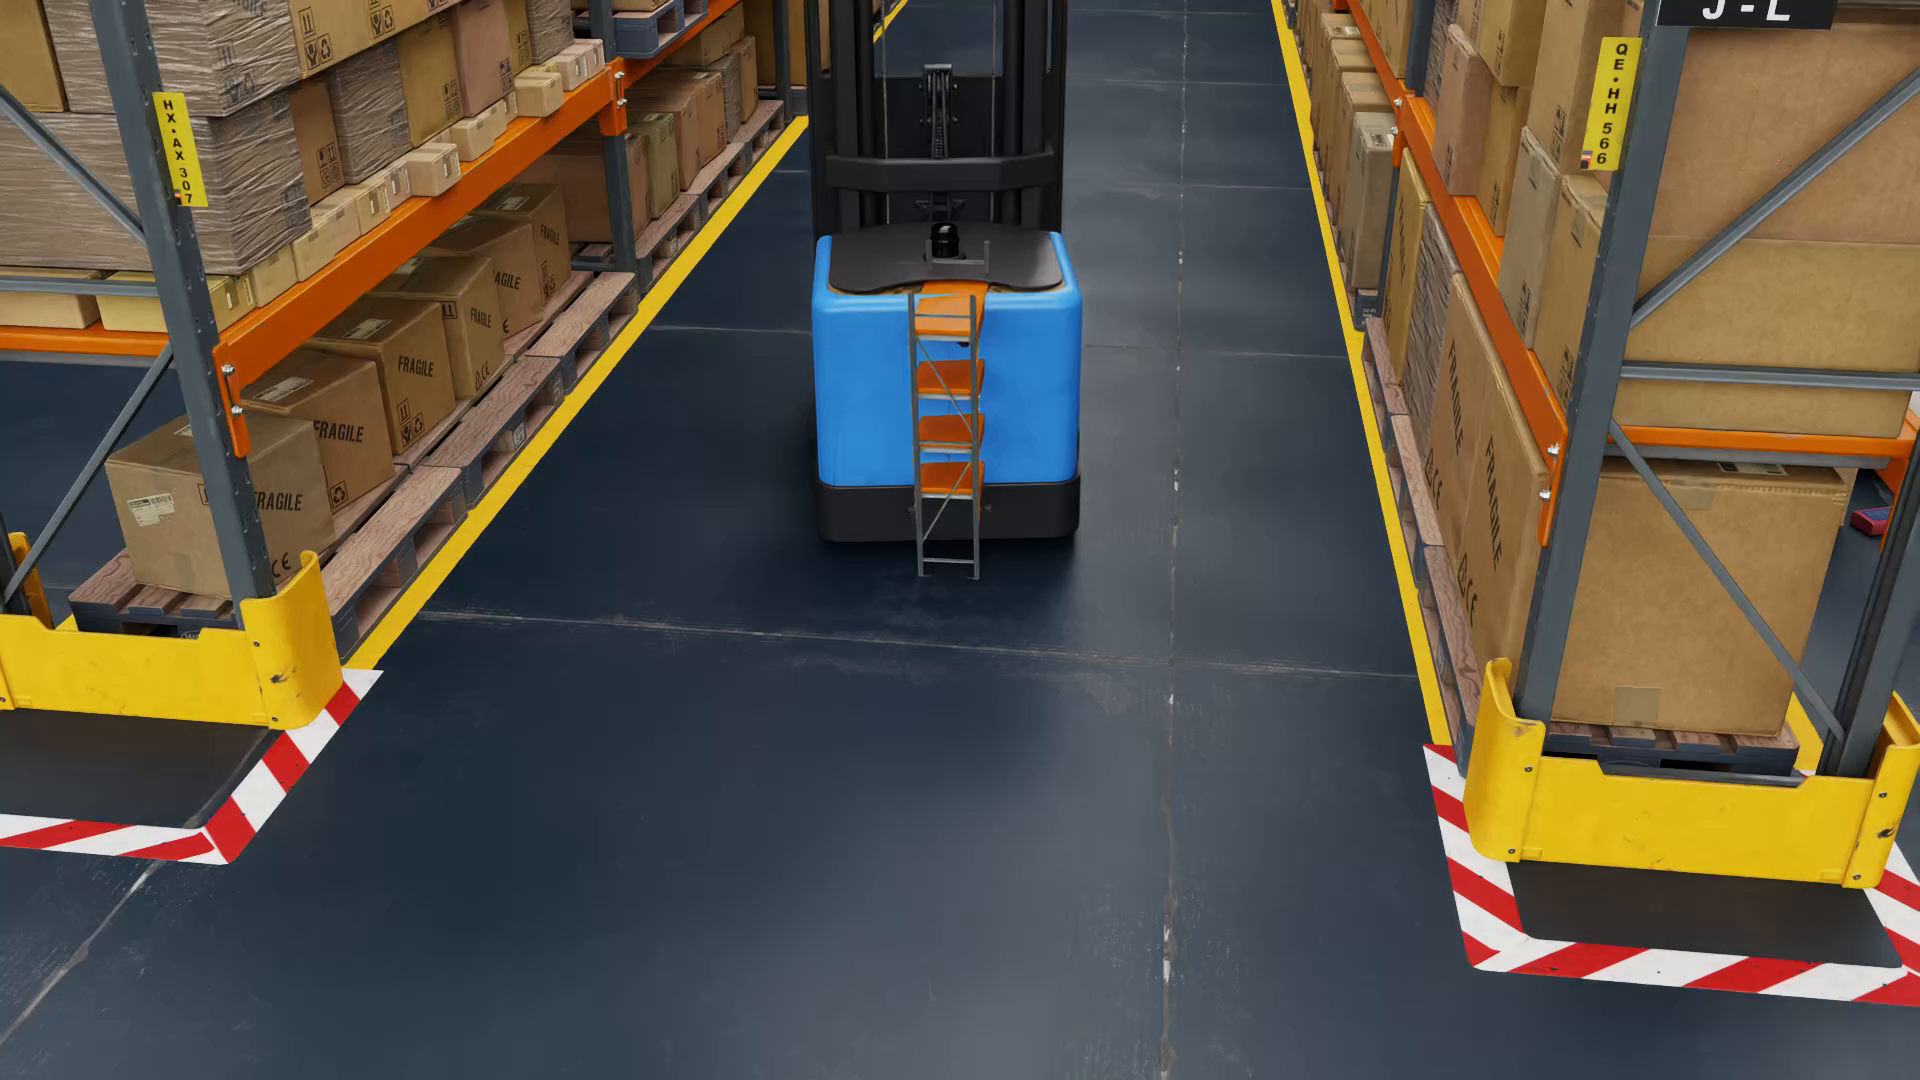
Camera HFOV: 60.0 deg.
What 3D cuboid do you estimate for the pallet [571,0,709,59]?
[{"bbox_3d":[-2.033,-2.910,9.191,1.003,0.211,1.213,3,28,6],"label":"pallet"}]

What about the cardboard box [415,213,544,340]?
[{"bbox_3d":[-2.422,-1.271,8.140,0.500,0.500,0.500,13,31,22],"label":"cardboard box"}]

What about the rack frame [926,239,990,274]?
[{"bbox_3d":[0.002,-0.617,6.566,0.240,1.200,0.015,3,33,6],"label":"rack frame"}]

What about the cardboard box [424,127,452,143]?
[{"bbox_3d":[-2.310,-1.596,6.814,0.380,0.149,0.250,3,28,6],"label":"cardboard box"}]

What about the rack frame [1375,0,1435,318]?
[{"bbox_3d":[2.639,-2.307,7.870,1.000,3.000,0.127,3,28,6],"label":"rack frame"}]

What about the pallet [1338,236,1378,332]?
[{"bbox_3d":[2.659,-1.447,9.214,1.003,0.211,1.213,3,28,6],"label":"pallet"}]

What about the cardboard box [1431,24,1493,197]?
[{"bbox_3d":[2.378,-1.691,6.569,0.875,0.550,0.550,3,28,6],"label":"cardboard box"}]

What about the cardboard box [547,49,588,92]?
[{"bbox_3d":[-2.046,-2.297,8.116,0.380,0.149,0.250,3,28,6],"label":"cardboard box"}]

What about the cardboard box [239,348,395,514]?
[{"bbox_3d":[-2.629,-0.421,6.561,0.500,0.500,0.500,11,30,19],"label":"cardboard box"}]

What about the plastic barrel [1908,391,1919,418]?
[{"bbox_3d":[4.023,-0.550,7.324,0.421,0.421,0.512,-24,36,-37],"label":"plastic barrel"}]

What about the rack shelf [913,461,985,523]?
[{"bbox_3d":[-0.021,-0.262,6.505,0.258,0.148,0.480,3,33,6],"label":"rack shelf"}]

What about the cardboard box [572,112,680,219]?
[{"bbox_3d":[-2.097,-2.247,9.931,0.700,0.500,0.500,3,28,6],"label":"cardboard box"}]

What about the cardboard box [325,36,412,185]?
[{"bbox_3d":[-2.620,-1.668,6.264,0.875,0.500,0.500,3,28,6],"label":"cardboard box"}]

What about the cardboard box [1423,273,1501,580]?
[{"bbox_3d":[2.272,-0.411,6.148,0.875,0.875,0.875,3,28,5],"label":"cardboard box"}]

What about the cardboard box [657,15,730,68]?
[{"bbox_3d":[-1.888,-3.382,11.246,0.500,0.250,0.500,7,29,12],"label":"cardboard box"}]

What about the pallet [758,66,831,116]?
[{"bbox_3d":[-1.609,-3.665,13.330,1.003,0.211,1.213,3,28,6],"label":"pallet"}]

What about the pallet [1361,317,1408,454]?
[{"bbox_3d":[2.469,-0.726,7.875,1.003,0.211,1.213,3,28,6],"label":"pallet"}]

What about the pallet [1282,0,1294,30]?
[{"bbox_3d":[3.667,-5.163,16.112,1.003,0.211,1.213,3,28,6],"label":"pallet"}]

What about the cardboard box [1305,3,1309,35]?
[{"bbox_3d":[3.152,-4.328,13.814,0.500,0.500,0.500,4,29,7],"label":"cardboard box"}]

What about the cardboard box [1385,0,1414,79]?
[{"bbox_3d":[2.438,-2.612,8.331,0.500,0.500,0.500,3,28,6],"label":"cardboard box"}]

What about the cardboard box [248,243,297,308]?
[{"bbox_3d":[-2.440,-0.886,5.498,0.380,0.149,0.250,3,28,6],"label":"cardboard box"}]

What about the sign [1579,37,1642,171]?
[{"bbox_3d":[1.612,-1.076,4.115,0.100,0.325,0.005,3,28,6],"label":"sign"}]

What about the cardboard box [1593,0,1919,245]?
[{"bbox_3d":[2.233,-1.138,4.403,0.875,0.550,0.550,3,28,6],"label":"cardboard box"}]

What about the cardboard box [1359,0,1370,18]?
[{"bbox_3d":[2.622,-3.327,9.658,0.500,0.500,0.500,3,28,6],"label":"cardboard box"}]

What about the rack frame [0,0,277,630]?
[{"bbox_3d":[-2.761,-0.760,4.998,1.000,3.000,0.127,3,28,6],"label":"rack frame"}]

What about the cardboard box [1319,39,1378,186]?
[{"bbox_3d":[2.862,-2.691,10.512,1.050,0.750,0.750,4,29,7],"label":"cardboard box"}]

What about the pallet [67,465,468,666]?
[{"bbox_3d":[-2.617,0.051,6.432,1.003,0.211,1.213,3,28,6],"label":"pallet"}]

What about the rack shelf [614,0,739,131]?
[{"bbox_3d":[-2.026,-3.268,10.411,1.077,0.370,4.000,3,28,6],"label":"rack shelf"}]

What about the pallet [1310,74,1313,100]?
[{"bbox_3d":[3.227,-3.330,12.709,1.003,0.211,1.213,3,28,6],"label":"pallet"}]

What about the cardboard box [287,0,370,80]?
[{"bbox_3d":[-2.355,-1.853,5.554,0.500,0.500,0.500,3,28,6],"label":"cardboard box"}]

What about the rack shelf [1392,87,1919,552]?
[{"bbox_3d":[2.394,-1.049,6.293,1.077,0.370,4.000,3,28,6],"label":"rack shelf"}]

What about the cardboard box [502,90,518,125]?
[{"bbox_3d":[-2.217,-1.949,7.469,0.380,0.149,0.250,3,28,6],"label":"cardboard box"}]

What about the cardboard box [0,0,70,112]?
[{"bbox_3d":[-2.939,-1.649,5.174,0.500,0.500,0.500,3,28,6],"label":"cardboard box"}]

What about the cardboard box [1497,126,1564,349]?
[{"bbox_3d":[2.195,-0.928,5.151,0.875,0.550,0.550,3,28,6],"label":"cardboard box"}]

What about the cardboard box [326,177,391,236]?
[{"bbox_3d":[-2.347,-1.239,6.153,0.380,0.149,0.250,3,28,6],"label":"cardboard box"}]

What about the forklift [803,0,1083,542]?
[{"bbox_3d":[-0.112,-1.945,7.270,1.130,2.935,3.031,-1,28,-2],"label":"forklift"}]

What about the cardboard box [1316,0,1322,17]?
[{"bbox_3d":[3.004,-4.180,12.749,0.500,0.250,0.500,4,29,7],"label":"cardboard box"}]

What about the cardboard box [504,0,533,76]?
[{"bbox_3d":[-2.484,-2.376,7.579,0.875,0.500,0.500,3,28,6],"label":"cardboard box"}]

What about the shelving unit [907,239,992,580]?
[{"bbox_3d":[-0.026,-0.487,6.362,0.258,1.200,0.503,3,33,6],"label":"shelving unit"}]

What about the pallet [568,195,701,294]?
[{"bbox_3d":[-2.177,-1.782,9.835,1.003,0.211,1.213,3,28,6],"label":"pallet"}]

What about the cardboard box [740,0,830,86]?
[{"bbox_3d":[-1.676,-4.099,12.993,1.225,0.875,0.875,2,28,4],"label":"cardboard box"}]

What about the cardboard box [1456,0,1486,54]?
[{"bbox_3d":[2.405,-2.165,6.310,0.875,0.550,0.550,3,28,6],"label":"cardboard box"}]

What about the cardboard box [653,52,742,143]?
[{"bbox_3d":[-1.898,-3.041,11.403,0.700,0.500,0.500,1,28,2],"label":"cardboard box"}]
